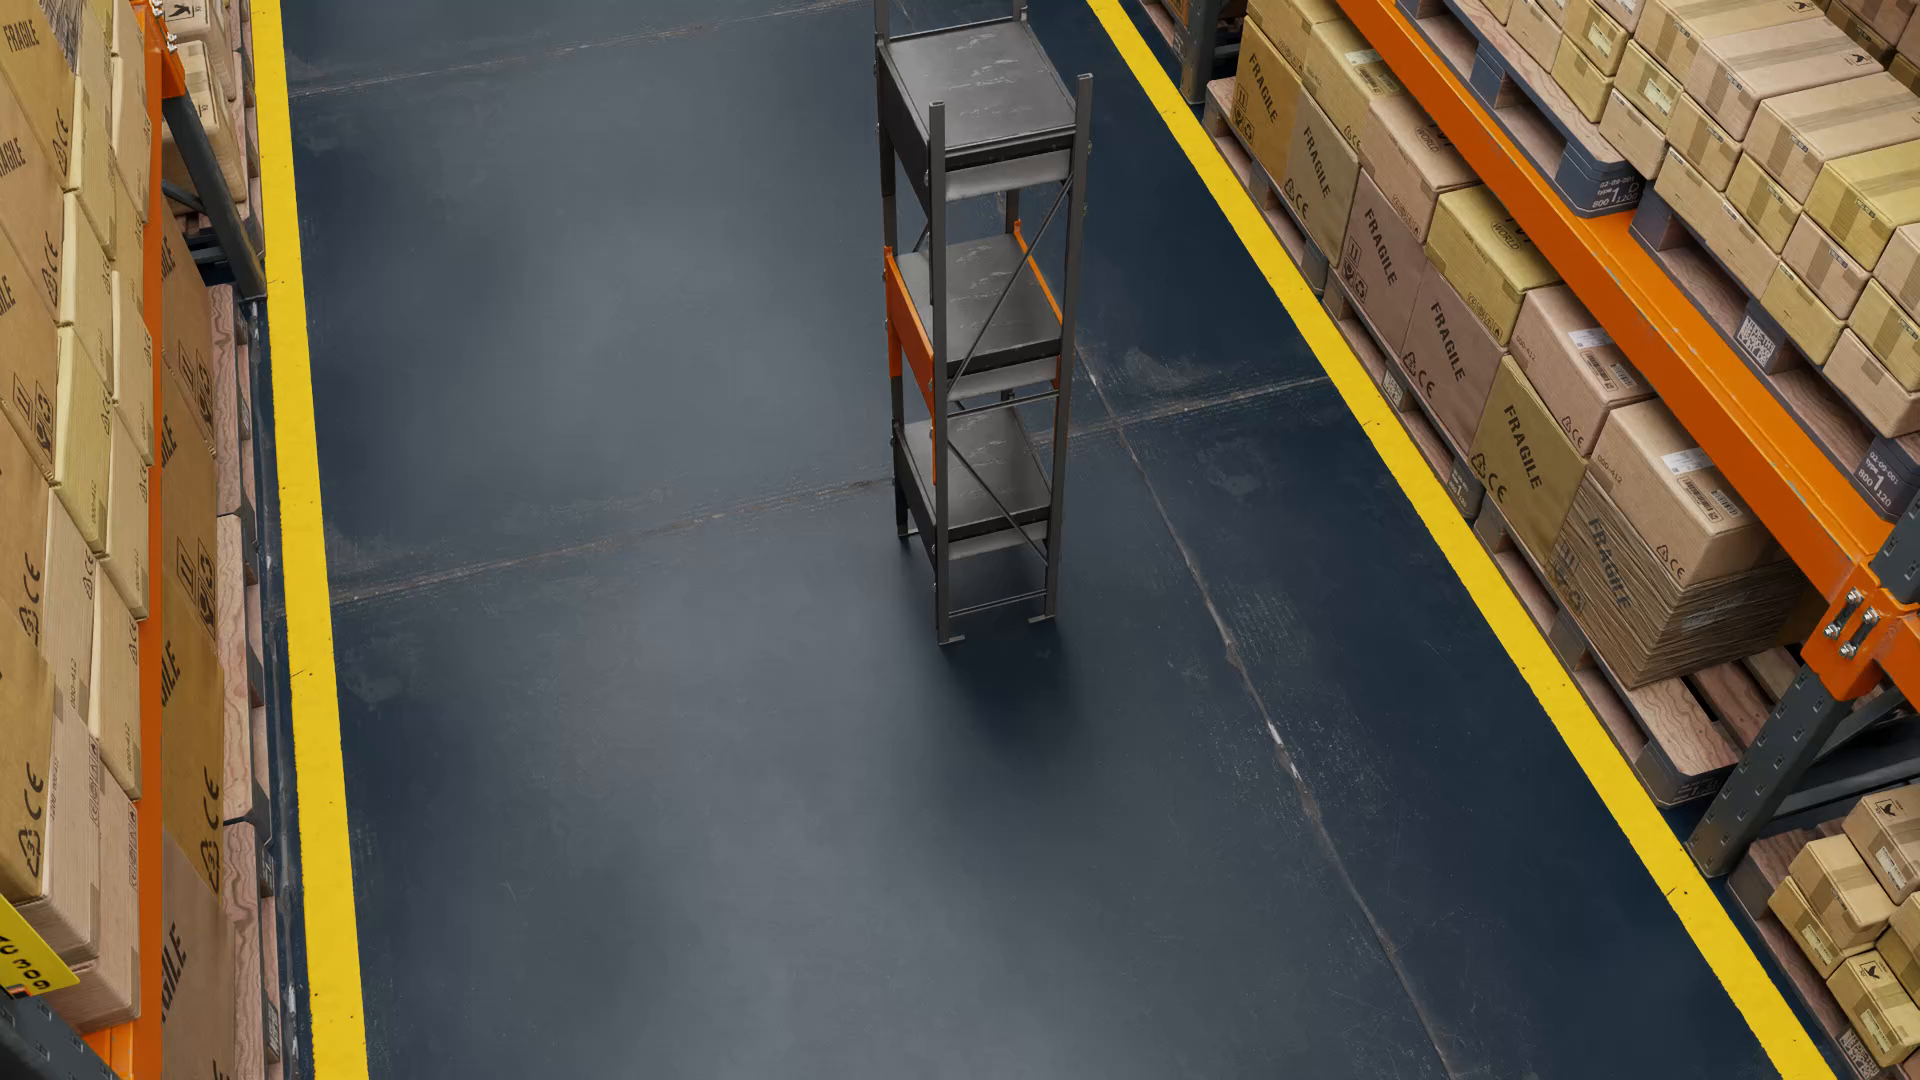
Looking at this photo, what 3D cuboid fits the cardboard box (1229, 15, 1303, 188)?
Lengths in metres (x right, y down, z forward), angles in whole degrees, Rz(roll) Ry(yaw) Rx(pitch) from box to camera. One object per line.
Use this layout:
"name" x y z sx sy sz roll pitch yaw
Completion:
"cardboard box" 1.442 -1.798 6.664 0.500 0.500 0.500 -15 52 -13

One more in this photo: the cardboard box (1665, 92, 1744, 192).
"cardboard box" 2.118 -1.090 4.402 0.380 0.149 0.250 -15 51 -12

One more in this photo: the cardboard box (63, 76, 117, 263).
"cardboard box" -2.510 -0.923 4.337 0.500 0.250 0.500 -15 51 -12

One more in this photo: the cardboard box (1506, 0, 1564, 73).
"cardboard box" 1.886 -1.566 4.998 0.380 0.149 0.250 -15 51 -12

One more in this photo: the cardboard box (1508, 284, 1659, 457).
"cardboard box" 2.058 -0.558 5.128 0.500 0.250 0.500 -11 51 -9

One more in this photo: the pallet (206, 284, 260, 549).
"pallet" -3.061 -0.358 5.914 1.003 0.211 1.213 -13 51 -11

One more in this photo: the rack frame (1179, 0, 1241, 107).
"rack frame" 1.476 -3.043 6.353 1.000 3.000 0.127 -13 51 -11

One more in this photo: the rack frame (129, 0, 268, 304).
"rack frame" -3.222 -1.849 5.347 1.000 3.000 0.127 -13 51 -11

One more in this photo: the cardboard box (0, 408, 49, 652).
"cardboard box" -2.072 -0.034 3.098 0.500 0.500 0.500 -14 51 -11

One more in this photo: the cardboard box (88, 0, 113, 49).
"cardboard box" -2.836 -1.666 4.964 0.500 0.250 0.500 -13 51 -11

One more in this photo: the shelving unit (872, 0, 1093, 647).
"shelving unit" 0.049 -0.556 4.845 0.431 2.100 0.503 -13 51 -11

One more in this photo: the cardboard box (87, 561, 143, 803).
"cardboard box" -2.072 0.362 3.581 0.500 0.250 0.500 -14 51 -12

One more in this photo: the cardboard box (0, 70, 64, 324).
"cardboard box" -2.377 -0.777 3.724 0.500 0.500 0.500 -14 51 -12

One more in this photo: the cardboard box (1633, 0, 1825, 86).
"cardboard box" 2.052 -1.373 4.446 0.380 0.149 0.250 -15 51 -12

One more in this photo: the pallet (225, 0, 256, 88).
"pallet" -3.809 -2.411 7.645 1.003 0.211 1.213 -13 51 -11

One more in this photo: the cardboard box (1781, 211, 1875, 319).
"cardboard box" 2.274 -0.709 4.081 0.380 0.149 0.250 -13 51 -11

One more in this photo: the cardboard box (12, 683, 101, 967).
"cardboard box" -1.900 0.574 3.075 0.500 0.250 0.500 -15 51 -12

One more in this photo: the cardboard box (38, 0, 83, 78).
"cardboard box" -2.660 -1.513 4.344 0.500 0.500 0.500 -13 51 -10

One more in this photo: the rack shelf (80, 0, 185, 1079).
"rack shelf" -2.631 -0.157 4.391 1.077 0.370 4.000 -13 51 -11

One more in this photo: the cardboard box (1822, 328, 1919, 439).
"cardboard box" 2.353 -0.421 4.032 0.380 0.149 0.250 -14 51 -12

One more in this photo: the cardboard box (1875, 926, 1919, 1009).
"cardboard box" 2.621 1.068 4.283 0.380 0.149 0.250 -13 51 -11

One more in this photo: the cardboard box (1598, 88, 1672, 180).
"cardboard box" 2.042 -1.178 4.671 0.380 0.149 0.250 -15 52 -13

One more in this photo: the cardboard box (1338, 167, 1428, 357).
"cardboard box" 1.750 -1.058 6.040 0.500 0.500 0.500 -14 51 -12

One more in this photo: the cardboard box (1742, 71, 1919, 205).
"cardboard box" 2.199 -1.001 4.133 0.380 0.149 0.250 -15 51 -12

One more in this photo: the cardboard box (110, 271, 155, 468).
"cardboard box" -2.347 -0.383 4.209 0.500 0.250 0.500 -14 51 -12

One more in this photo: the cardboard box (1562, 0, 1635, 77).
"cardboard box" 1.960 -1.479 4.730 0.380 0.149 0.250 -13 51 -11

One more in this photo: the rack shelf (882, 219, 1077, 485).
"rack shelf" 0.049 -0.547 4.856 0.431 0.518 0.480 -13 51 -11

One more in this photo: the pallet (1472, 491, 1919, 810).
"pallet" 2.428 0.209 5.435 1.003 0.211 1.213 -13 51 -11

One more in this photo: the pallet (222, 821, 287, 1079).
"pallet" -2.340 1.424 4.411 1.003 0.211 1.213 -13 51 -11

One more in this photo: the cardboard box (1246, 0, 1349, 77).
"cardboard box" 1.449 -2.056 6.391 0.500 0.250 0.500 -15 52 -13

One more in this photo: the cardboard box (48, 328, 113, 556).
"cardboard box" -2.205 -0.175 3.707 0.500 0.250 0.500 -13 51 -11

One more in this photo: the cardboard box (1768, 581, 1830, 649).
"cardboard box" 2.694 -0.050 5.191 0.500 0.500 0.500 -12 51 -10

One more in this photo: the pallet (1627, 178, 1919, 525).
"pallet" 2.572 -0.650 4.462 1.003 0.211 1.213 -13 51 -11

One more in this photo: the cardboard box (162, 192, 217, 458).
"cardboard box" -3.097 -0.777 5.558 0.875 0.875 0.875 -14 51 -11

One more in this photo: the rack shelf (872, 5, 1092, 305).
"rack shelf" 0.049 -0.998 4.321 0.431 0.518 0.480 -13 51 -11

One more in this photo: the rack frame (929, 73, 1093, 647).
"rack frame" 0.121 -0.378 4.695 0.400 2.100 0.015 -13 51 -11

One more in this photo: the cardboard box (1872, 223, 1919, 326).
"cardboard box" 2.354 -0.616 3.808 0.380 0.149 0.250 -11 51 -9

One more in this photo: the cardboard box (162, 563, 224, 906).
"cardboard box" -2.574 0.529 4.457 0.875 0.875 0.875 -12 51 -10

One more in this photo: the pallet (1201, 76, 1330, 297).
"pallet" 1.706 -1.573 6.938 1.003 0.211 1.213 -13 51 -11

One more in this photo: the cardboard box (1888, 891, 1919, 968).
"cardboard box" 2.588 0.984 4.160 0.380 0.149 0.250 -11 51 -9

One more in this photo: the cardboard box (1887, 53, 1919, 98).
"cardboard box" 2.750 -1.230 4.520 0.380 0.149 0.250 -15 52 -13

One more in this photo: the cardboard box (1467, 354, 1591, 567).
"cardboard box" 2.048 -0.309 5.409 0.500 0.500 0.500 -14 51 -12

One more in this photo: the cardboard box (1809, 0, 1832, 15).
"cardboard box" 2.589 -1.620 4.849 0.380 0.149 0.250 -14 51 -12

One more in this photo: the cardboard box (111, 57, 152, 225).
"cardboard box" -2.659 -1.121 4.831 0.500 0.250 0.500 -12 51 -10

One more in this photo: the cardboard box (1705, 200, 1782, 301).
"cardboard box" 2.204 -0.793 4.346 0.380 0.149 0.250 -13 51 -11

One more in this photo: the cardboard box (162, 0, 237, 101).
"cardboard box" -3.606 -2.090 6.994 0.950 0.372 0.625 -14 51 -12

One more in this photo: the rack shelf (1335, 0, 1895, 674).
"rack shelf" 2.068 -1.350 5.397 1.077 0.370 4.000 -13 51 -11

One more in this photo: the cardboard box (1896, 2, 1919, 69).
"cardboard box" 2.749 -1.332 4.411 0.380 0.149 0.250 -14 51 -11

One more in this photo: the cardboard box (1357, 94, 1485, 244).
"cardboard box" 1.733 -1.321 5.771 0.500 0.250 0.500 -13 51 -11

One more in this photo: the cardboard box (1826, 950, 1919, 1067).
"cardboard box" 2.539 1.195 4.370 0.380 0.149 0.250 -12 51 -10
